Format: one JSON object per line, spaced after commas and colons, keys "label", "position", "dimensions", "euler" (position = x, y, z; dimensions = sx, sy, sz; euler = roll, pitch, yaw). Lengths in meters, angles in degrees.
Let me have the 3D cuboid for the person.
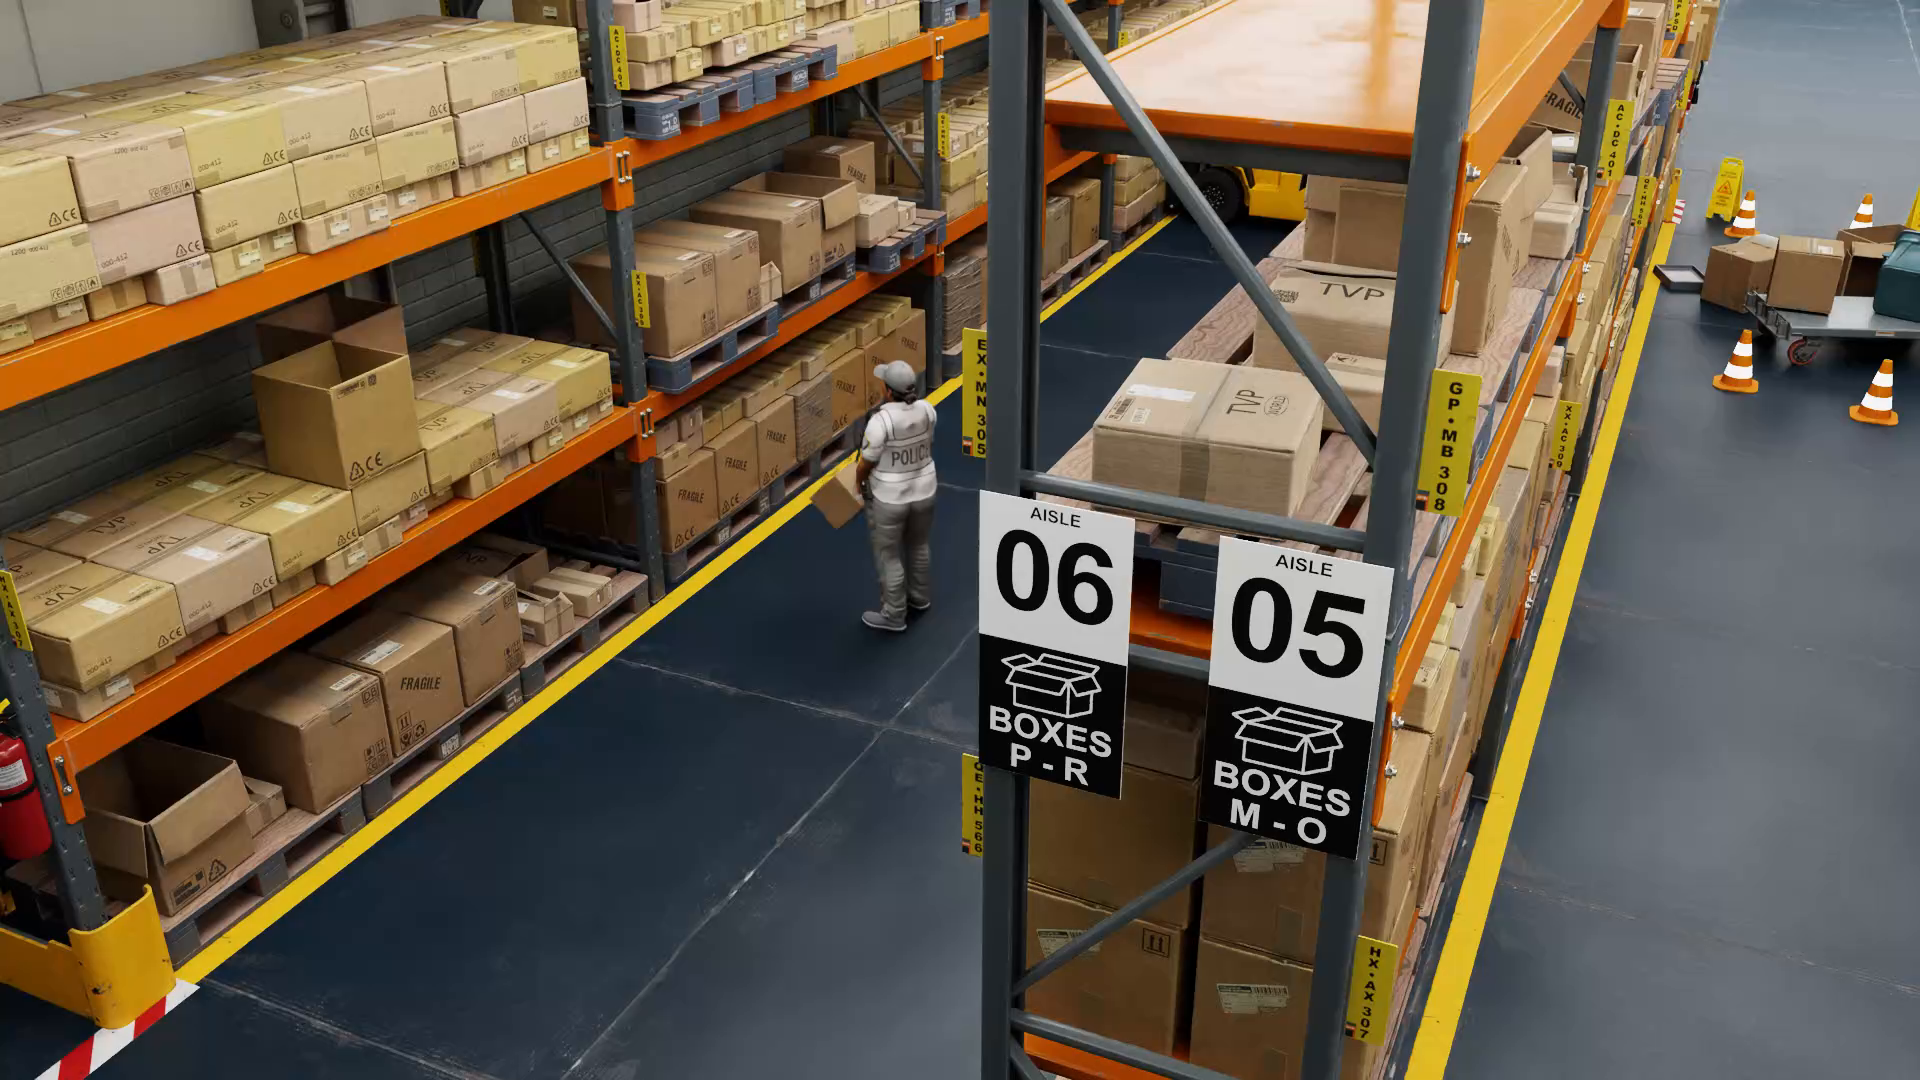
{"label": "person", "position": [-0.392, -0.278, 9.652], "dimensions": [0.509, 1.669, 0.502], "euler": [-19, 32, -33]}
